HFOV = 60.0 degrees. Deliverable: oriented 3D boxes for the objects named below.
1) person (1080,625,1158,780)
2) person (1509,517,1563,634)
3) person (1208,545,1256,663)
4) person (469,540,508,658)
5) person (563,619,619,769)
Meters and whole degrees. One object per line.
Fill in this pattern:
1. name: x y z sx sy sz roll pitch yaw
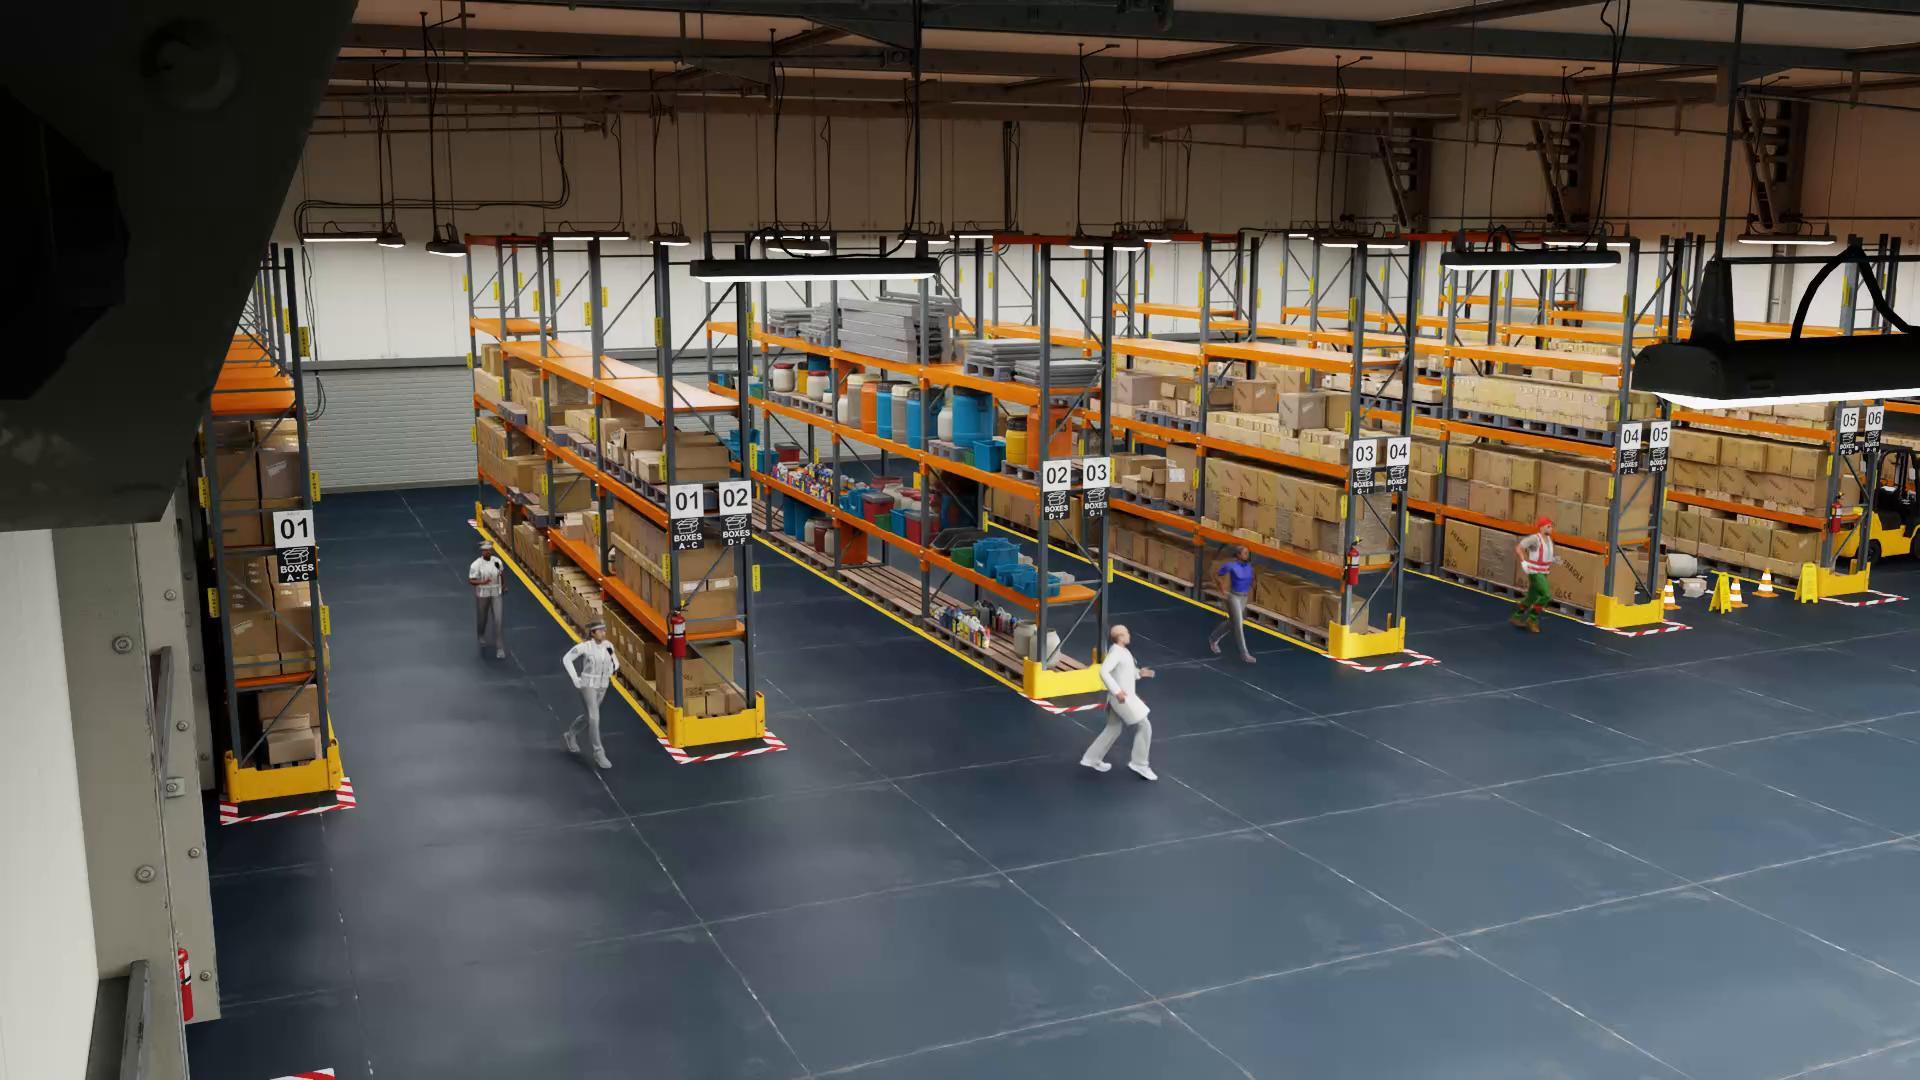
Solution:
1. person: 1.843 1.859 18.956 0.840 1.809 0.720 -1 11 -5
2. person: 8.967 0.535 25.825 0.659 1.801 0.737 -10 15 -42
3. person: 4.044 0.888 24.056 0.593 1.618 0.963 -9 14 -40
4. person: -6.889 0.819 24.346 0.575 1.685 0.938 -5 12 -26
5. person: -4.290 1.742 19.616 0.962 1.677 0.646 9 14 40
